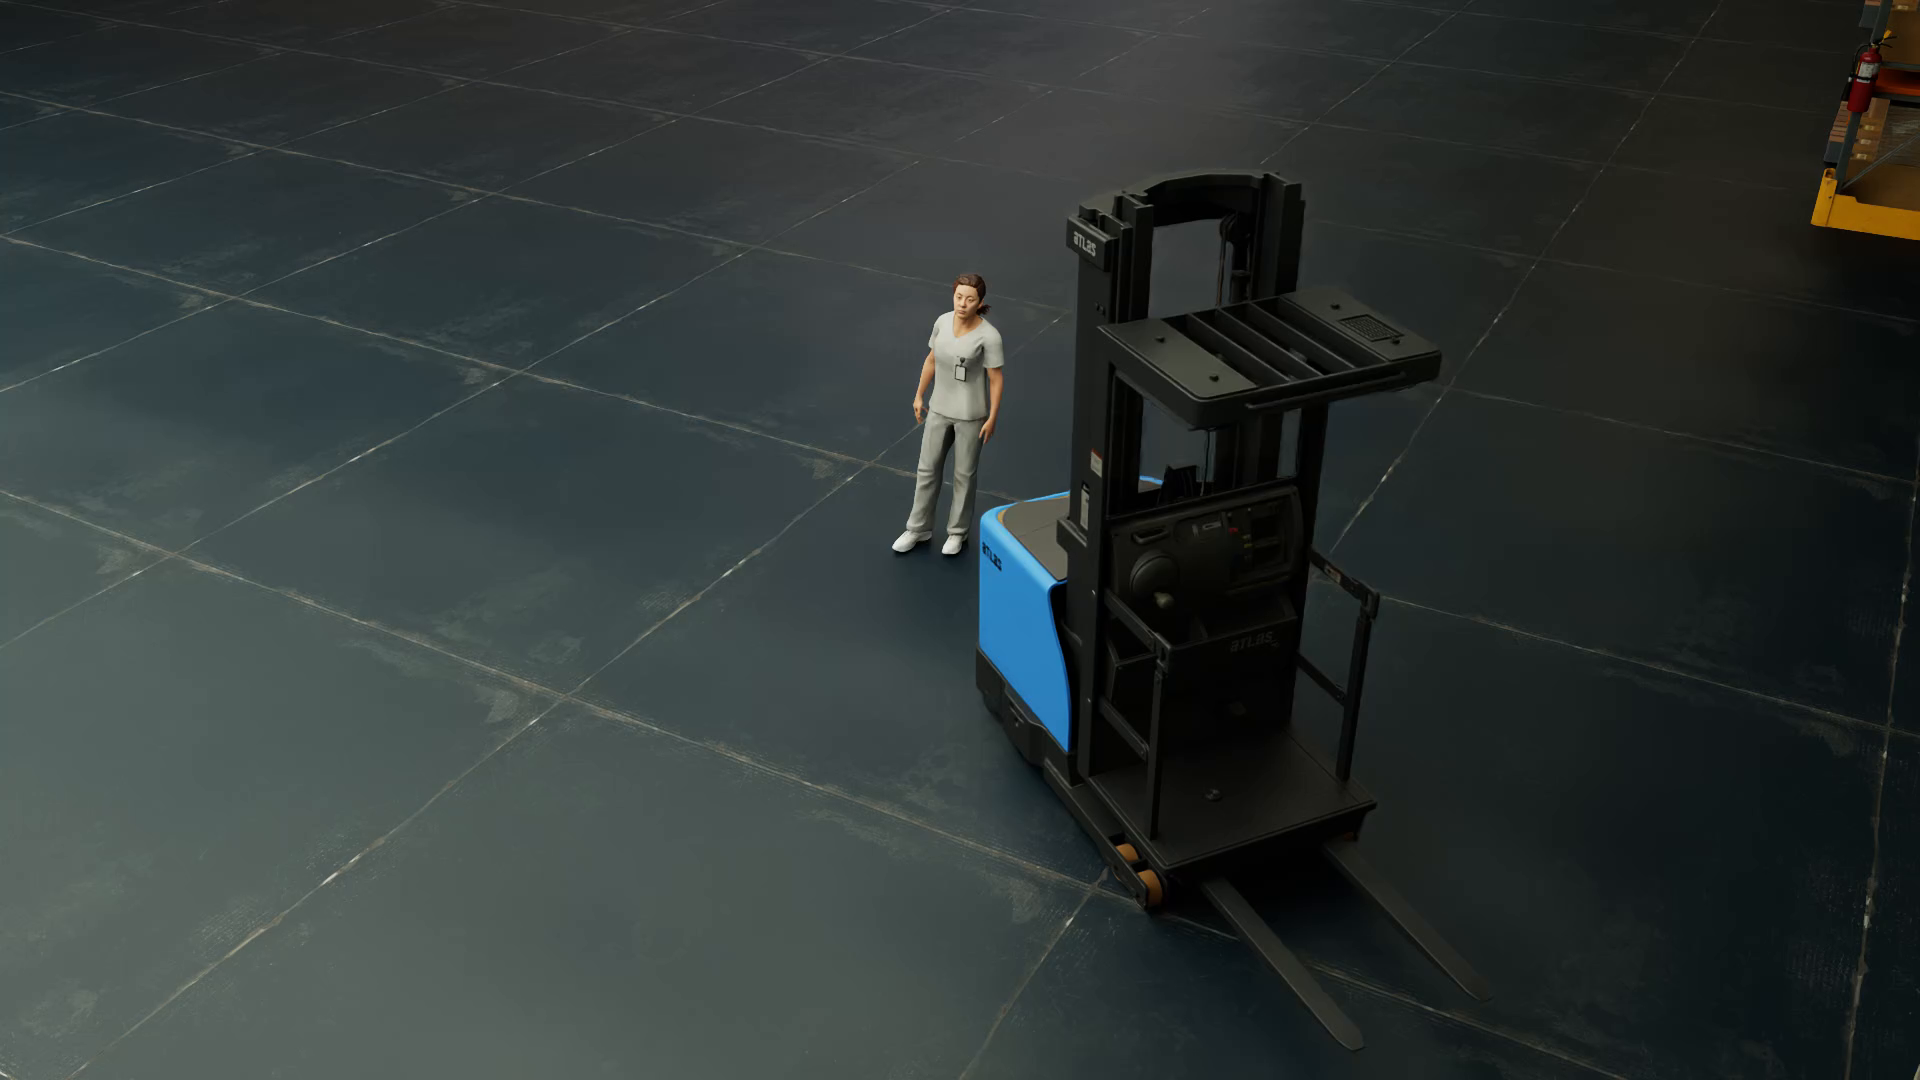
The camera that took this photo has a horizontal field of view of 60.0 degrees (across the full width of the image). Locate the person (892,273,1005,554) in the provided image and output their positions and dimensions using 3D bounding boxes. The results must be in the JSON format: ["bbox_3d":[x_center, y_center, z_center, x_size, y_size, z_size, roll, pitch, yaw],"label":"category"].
[{"bbox_3d":[-0.047,-0.703,9.530,0.550,1.675,0.549,15,33,25],"label":"person"}]

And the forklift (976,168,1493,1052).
[{"bbox_3d":[1.150,0.084,6.925,1.130,2.935,3.031,-13,32,-21],"label":"forklift"}]
